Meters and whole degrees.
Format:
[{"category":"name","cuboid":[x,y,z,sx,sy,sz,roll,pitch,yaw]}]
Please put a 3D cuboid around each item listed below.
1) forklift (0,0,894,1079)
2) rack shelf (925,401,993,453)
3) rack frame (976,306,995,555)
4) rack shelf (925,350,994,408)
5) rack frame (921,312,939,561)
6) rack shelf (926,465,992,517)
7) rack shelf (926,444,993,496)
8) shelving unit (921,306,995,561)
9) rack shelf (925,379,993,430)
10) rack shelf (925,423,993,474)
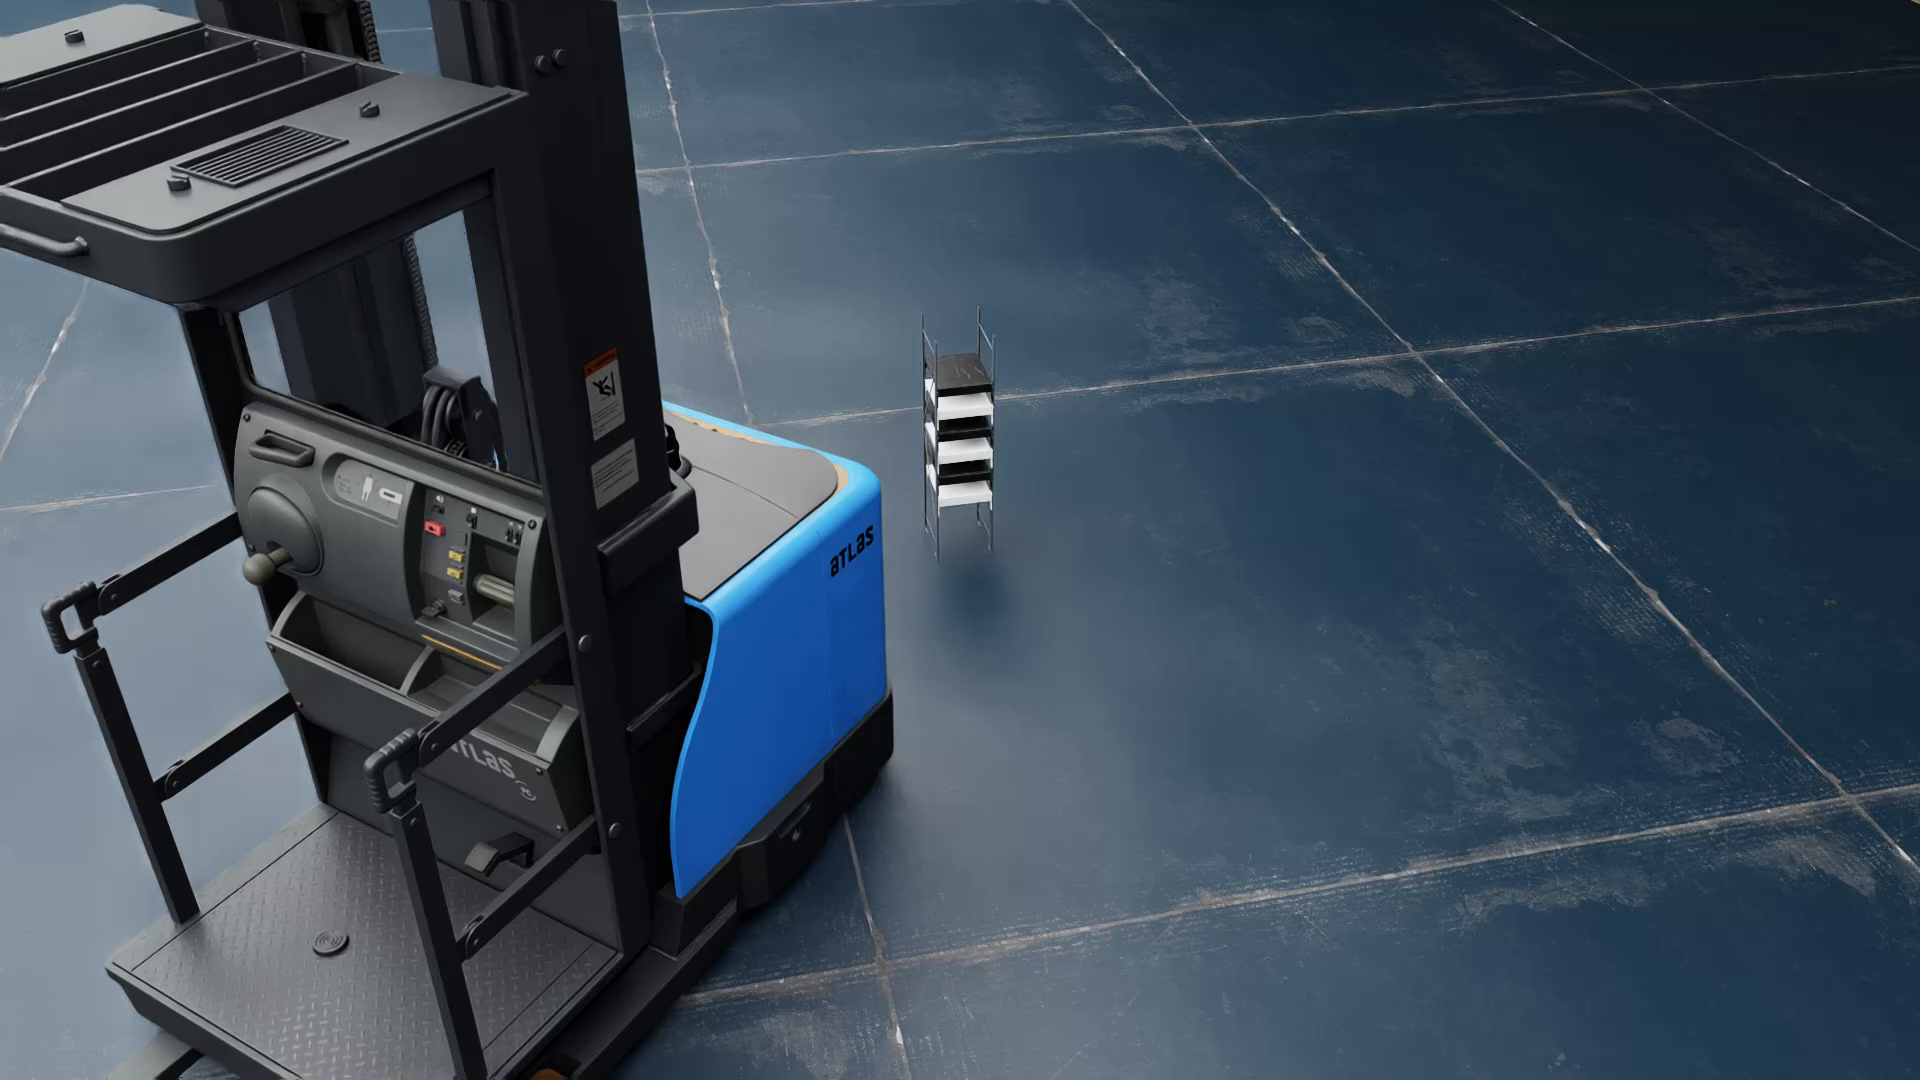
[{"category":"forklift","cuboid":[-1.392,0.043,3.556,1.130,2.935,3.031,18,38,25]},{"category":"rack shelf","cuboid":[-0.008,-0.420,5.966,0.200,0.077,0.258,-7,35,-11]},{"category":"rack frame","cuboid":[0.091,-0.385,6.016,0.006,0.900,0.240,-7,35,-11]},{"category":"rack shelf","cuboid":[-0.008,-0.569,5.866,0.200,0.077,0.258,-7,35,-11]},{"category":"rack frame","cuboid":[-0.107,-0.360,5.979,0.006,0.900,0.240,-7,35,-11]},{"category":"rack shelf","cuboid":[-0.008,-0.196,6.117,0.200,0.077,0.258,-7,35,-11]},{"category":"rack shelf","cuboid":[-0.008,-0.270,6.066,0.200,0.077,0.258,-7,35,-11]},{"category":"shelving unit","cuboid":[-0.008,-0.373,5.998,0.210,0.900,0.258,-7,35,-11]},{"category":"rack shelf","cuboid":[-0.008,-0.494,5.916,0.200,0.077,0.258,-7,35,-11]},{"category":"rack shelf","cuboid":[-0.008,-0.345,6.016,0.200,0.077,0.258,-7,35,-11]}]
